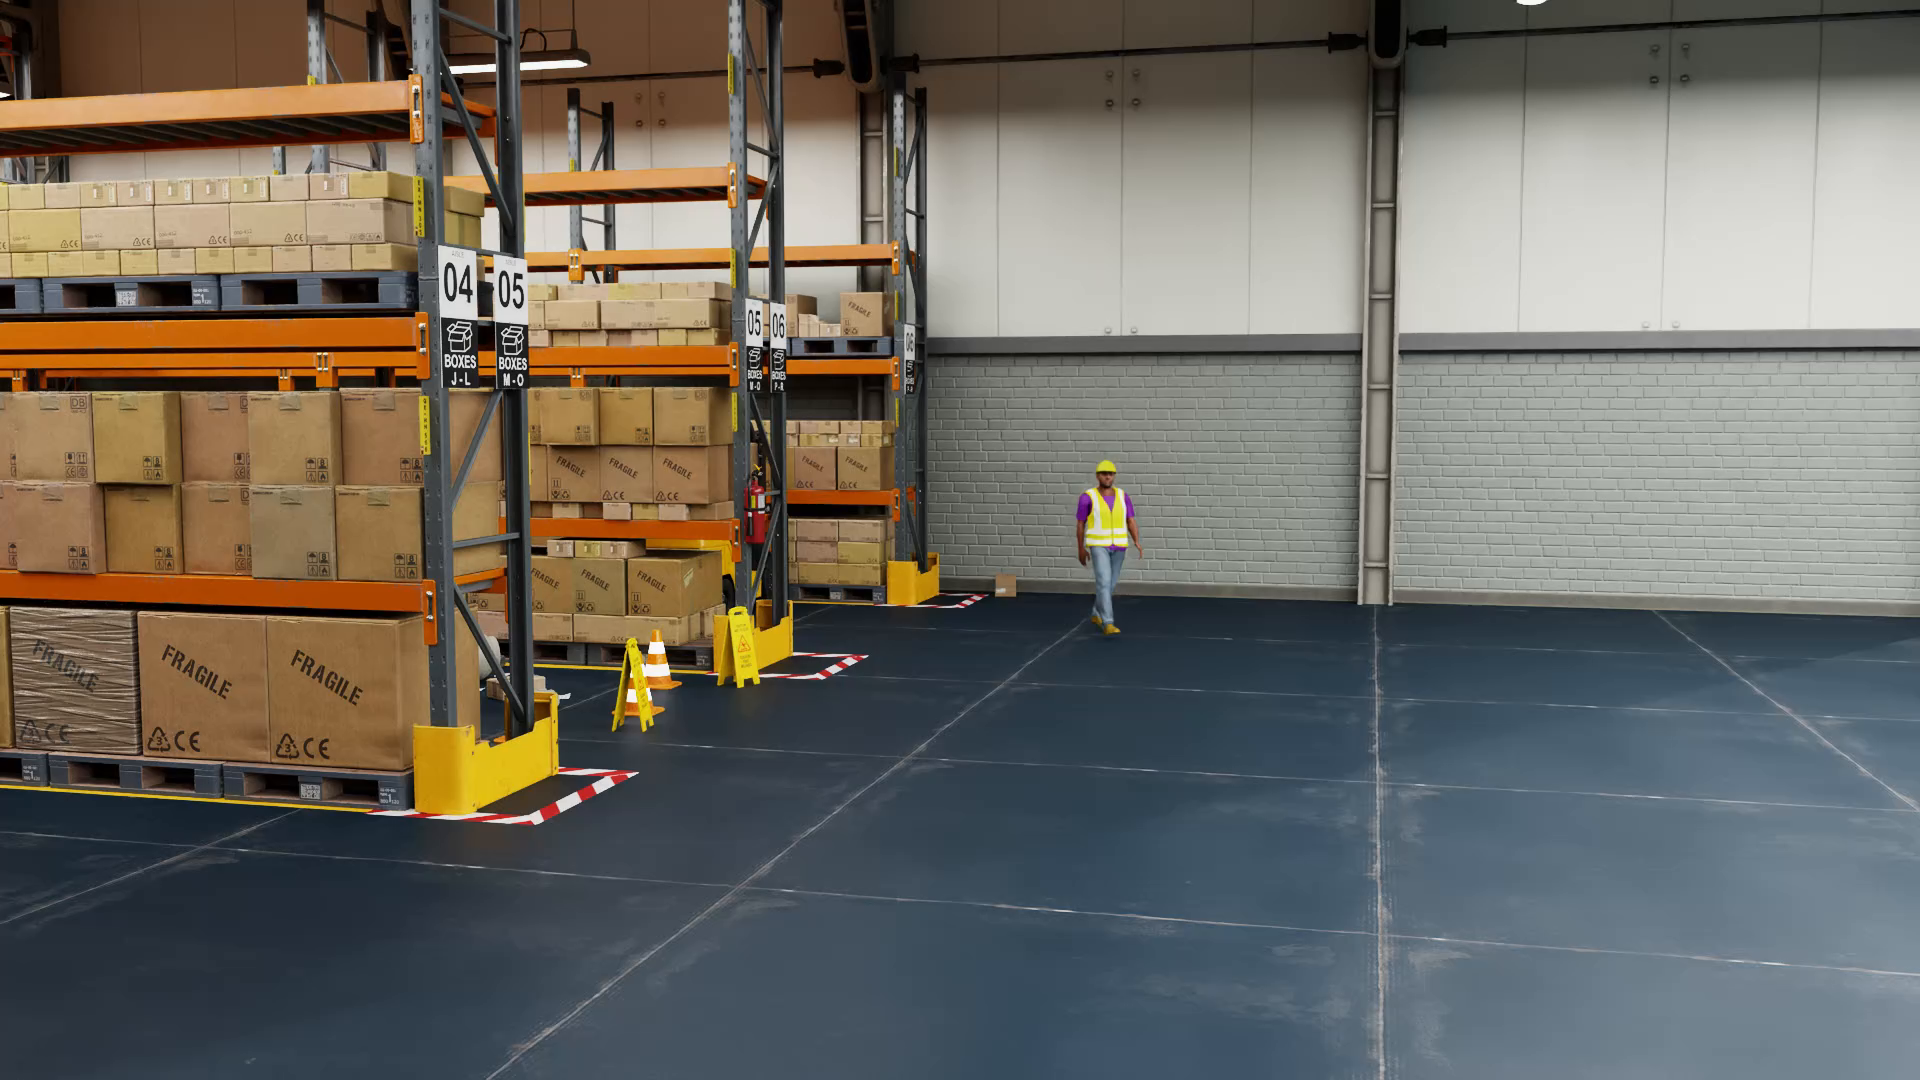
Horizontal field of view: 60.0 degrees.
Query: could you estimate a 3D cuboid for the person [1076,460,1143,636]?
[{"bbox_3d":[1.502,0.068,16.577,0.583,1.719,1.018,-1,5,-17],"label":"person"}]
